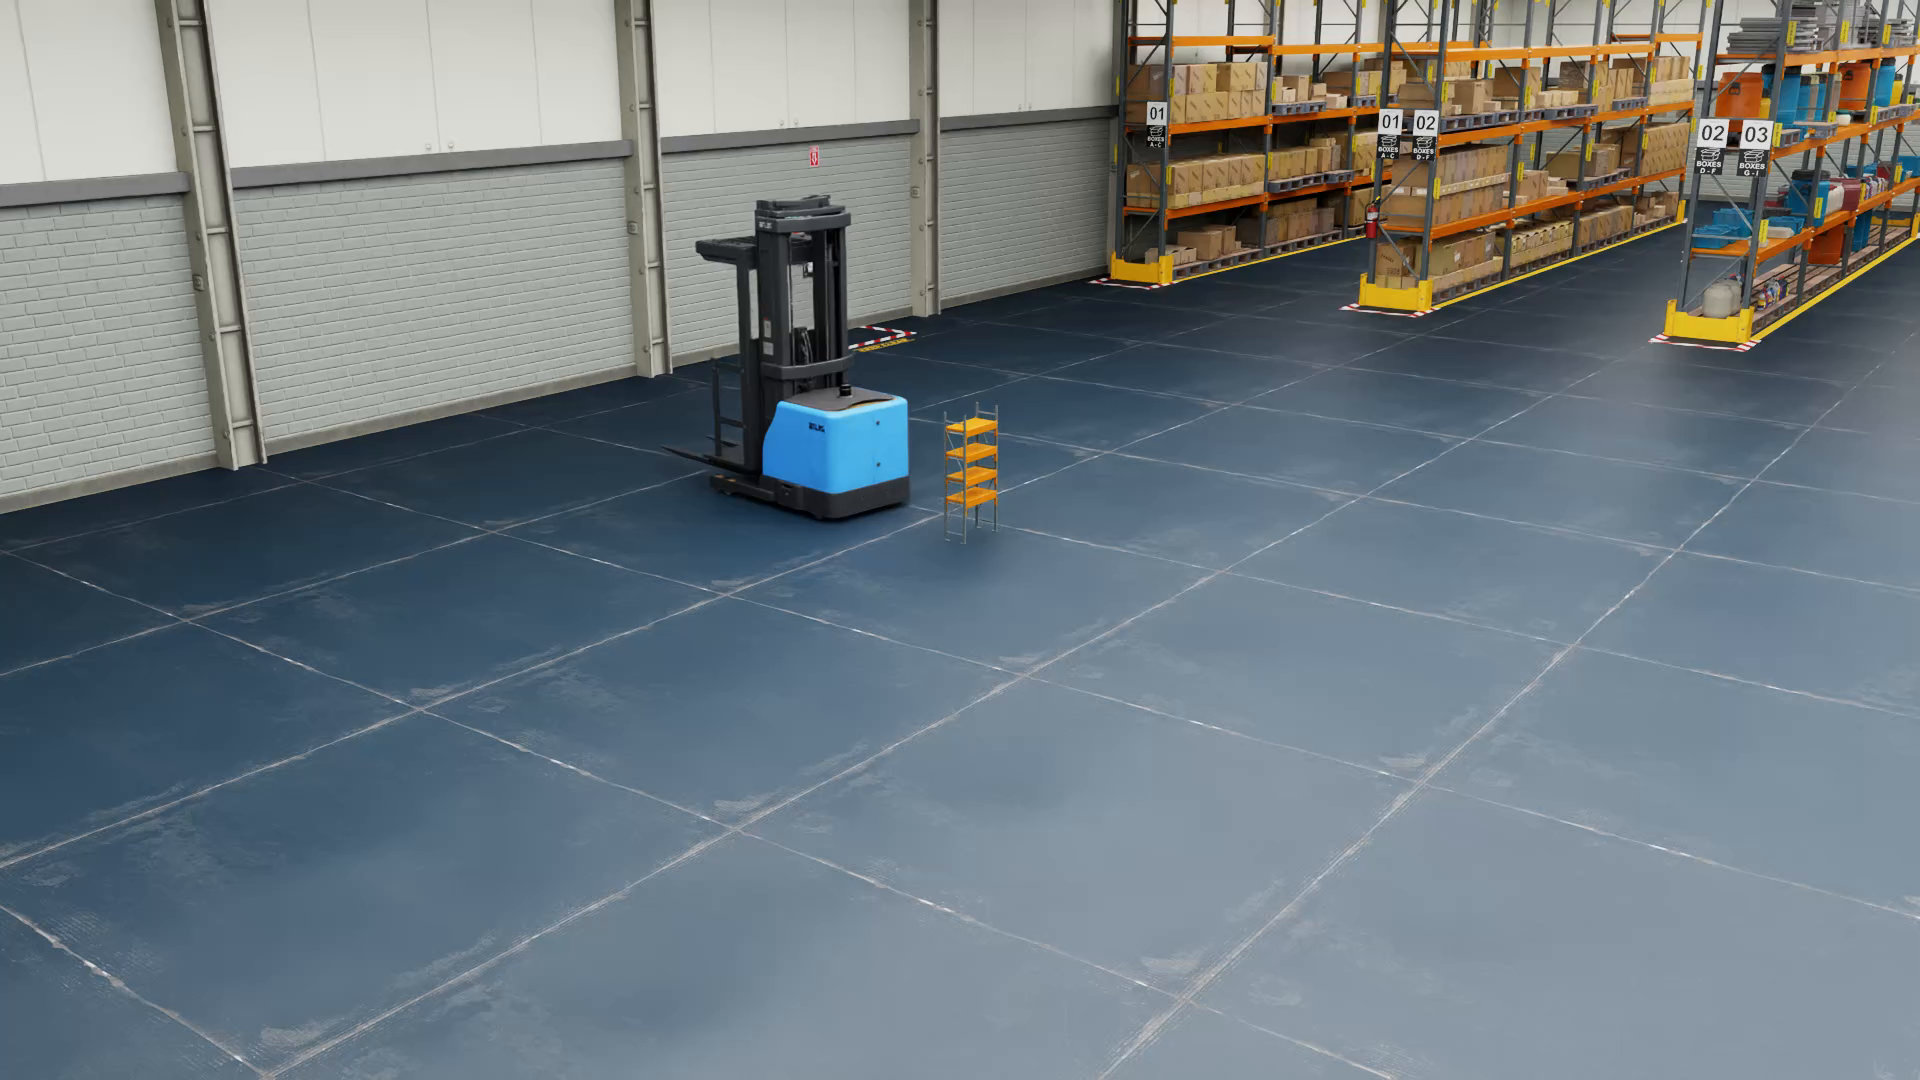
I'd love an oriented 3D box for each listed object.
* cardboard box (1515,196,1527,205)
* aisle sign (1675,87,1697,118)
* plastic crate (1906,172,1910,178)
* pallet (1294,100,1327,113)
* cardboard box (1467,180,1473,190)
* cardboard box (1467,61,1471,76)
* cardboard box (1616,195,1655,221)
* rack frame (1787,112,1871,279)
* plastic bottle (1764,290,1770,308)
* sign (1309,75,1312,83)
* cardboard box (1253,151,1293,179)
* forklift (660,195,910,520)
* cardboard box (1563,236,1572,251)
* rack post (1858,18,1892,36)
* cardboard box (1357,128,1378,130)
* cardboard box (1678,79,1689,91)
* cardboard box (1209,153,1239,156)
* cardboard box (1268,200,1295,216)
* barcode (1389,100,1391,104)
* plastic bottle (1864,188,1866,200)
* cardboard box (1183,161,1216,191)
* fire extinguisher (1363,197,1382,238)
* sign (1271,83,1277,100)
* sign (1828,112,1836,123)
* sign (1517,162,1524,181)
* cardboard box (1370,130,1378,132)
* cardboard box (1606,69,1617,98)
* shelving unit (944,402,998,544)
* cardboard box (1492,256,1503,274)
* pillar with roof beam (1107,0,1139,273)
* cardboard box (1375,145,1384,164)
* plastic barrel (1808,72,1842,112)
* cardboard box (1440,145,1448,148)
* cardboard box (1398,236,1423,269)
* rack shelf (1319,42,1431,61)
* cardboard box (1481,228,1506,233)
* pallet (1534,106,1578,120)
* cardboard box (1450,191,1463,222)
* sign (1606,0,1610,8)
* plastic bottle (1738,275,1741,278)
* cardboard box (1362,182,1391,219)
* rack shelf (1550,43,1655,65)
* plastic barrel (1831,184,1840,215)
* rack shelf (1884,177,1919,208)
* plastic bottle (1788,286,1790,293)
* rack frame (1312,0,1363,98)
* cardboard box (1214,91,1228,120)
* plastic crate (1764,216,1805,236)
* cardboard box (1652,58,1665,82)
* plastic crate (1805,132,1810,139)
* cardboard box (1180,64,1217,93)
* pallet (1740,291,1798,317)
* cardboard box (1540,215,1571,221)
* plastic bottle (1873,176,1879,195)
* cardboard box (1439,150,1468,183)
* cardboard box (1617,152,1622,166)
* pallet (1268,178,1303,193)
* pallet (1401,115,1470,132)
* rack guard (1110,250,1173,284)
[{"bbox_3d":[10.353,-6.346,31.050,0.380,0.149,0.250,12,21,35],"label":"cardboard box"},{"bbox_3d":[17.098,-10.352,39.146,0.394,0.787,0.004,12,21,35],"label":"aisle sign"},{"bbox_3d":[20.262,-7.883,35.919,0.396,0.136,0.243,12,21,35],"label":"plastic crate"},{"bbox_3d":[6.749,-8.884,34.058,1.213,0.211,1.003,12,21,35],"label":"pallet"},{"bbox_3d":[8.601,-6.117,28.627,0.380,0.149,0.250,13,21,35],"label":"cardboard box"},{"bbox_3d":[12.307,-11.651,40.764,0.500,0.500,0.500,13,22,36],"label":"cardboard box"},{"bbox_3d":[15.543,-7.662,38.334,0.797,0.503,0.637,12,21,35],"label":"cardboard box"},{"bbox_3d":[16.020,-6.367,30.696,1.000,3.000,0.127,12,21,35],"label":"rack frame"},{"bbox_3d":[12.788,-3.827,26.376,0.097,0.271,0.097,0,17,0],"label":"plastic bottle"},{"bbox_3d":[7.623,-9.935,36.122,0.100,0.325,0.005,12,21,35],"label":"sign"},{"bbox_3d":[6.350,-7.670,33.981,0.700,0.500,0.500,15,23,40],"label":"cardboard box"},{"bbox_3d":[-1.893,-1.949,16.583,3.031,2.935,1.130,16,24,42],"label":"forklift"},{"bbox_3d":[11.927,-5.962,33.321,0.500,0.250,0.500,13,21,36],"label":"cardboard box"},{"bbox_3d":[16.419,-9.376,30.396,0.954,0.300,0.937,12,21,35],"label":"rack post"},{"bbox_3d":[9.363,-9.318,38.231,0.500,0.250,0.500,12,21,33],"label":"cardboard box"},{"bbox_3d":[16.412,-10.462,38.234,0.500,0.250,0.500,12,21,35],"label":"cardboard box"},{"bbox_3d":[5.233,-7.386,32.932,0.500,0.500,0.500,12,21,33],"label":"cardboard box"},{"bbox_3d":[6.672,-6.948,34.775,0.500,0.250,0.500,12,21,33],"label":"cardboard box"},{"bbox_3d":[7.070,-7.205,27.357,0.001,0.075,0.075,12,21,35],"label":"barcode"},{"bbox_3d":[17.180,-6.595,31.645,0.097,0.271,0.097,0,17,0],"label":"plastic bottle"},{"bbox_3d":[4.439,-6.807,31.067,0.500,0.500,0.500,12,21,33],"label":"cardboard box"},{"bbox_3d":[6.834,-5.355,27.567,0.296,0.674,0.183,12,21,35],"label":"fire extinguisher"},{"bbox_3d":[6.121,-8.751,32.441,0.100,0.325,0.005,12,21,35],"label":"sign"},{"bbox_3d":[14.072,-6.751,26.860,0.100,0.325,0.005,12,21,35],"label":"sign"},{"bbox_3d":[10.108,-6.644,29.995,0.100,0.325,0.005,12,21,35],"label":"sign"},{"bbox_3d":[9.455,-9.109,37.555,0.500,0.250,0.500,12,21,34],"label":"cardboard box"},{"bbox_3d":[13.276,-9.500,34.679,0.600,0.600,0.600,11,21,33],"label":"cardboard box"},{"bbox_3d":[0.099,-0.612,15.199,0.258,1.200,0.503,12,21,35],"label":"shelving unit"},{"bbox_3d":[9.560,-5.029,30.315,0.500,0.250,0.500,12,21,35],"label":"cardboard box"},{"bbox_3d":[6.477,-8.636,27.887,9.100,9.000,0.400,12,21,35],"label":"pillar with roof beam"},{"bbox_3d":[9.175,-8.629,37.275,0.500,0.500,0.500,12,21,34],"label":"cardboard box"},{"bbox_3d":[15.357,-7.882,29.670,0.600,0.901,0.600,0,17,0],"label":"plastic barrel"},{"bbox_3d":[11.223,-9.513,40.320,0.980,0.700,0.700,12,21,33],"label":"cardboard box"},{"bbox_3d":[7.942,-5.005,28.972,0.500,0.500,0.500,12,21,35],"label":"cardboard box"},{"bbox_3d":[9.256,-10.925,37.144,1.077,0.370,4.000,12,21,35],"label":"rack shelf"},{"bbox_3d":[10.276,-5.837,31.970,0.500,0.311,0.500,12,21,35],"label":"cardboard box"},{"bbox_3d":[11.048,-8.141,31.670,1.003,0.211,1.213,14,22,37],"label":"pallet"},{"bbox_3d":[8.176,-5.738,28.501,0.700,0.500,0.500,13,21,35],"label":"cardboard box"},{"bbox_3d":[14.003,-11.645,35.868,0.100,0.325,0.005,12,21,35],"label":"sign"},{"bbox_3d":[13.095,-4.323,27.972,0.097,0.271,0.097,0,17,0],"label":"plastic bottle"},{"bbox_3d":[9.637,-7.855,38.402,0.750,0.750,0.750,13,22,36],"label":"cardboard box"},{"bbox_3d":[13.236,-10.050,34.328,1.077,0.370,4.000,12,21,35],"label":"rack shelf"},{"bbox_3d":[15.328,-6.038,29.446,0.421,0.512,0.421,0,17,0],"label":"plastic barrel"},{"bbox_3d":[19.595,-7.453,35.404,1.077,0.370,4.000,12,21,35],"label":"rack shelf"},{"bbox_3d":[13.671,-4.147,27.522,0.097,0.201,0.097,0,17,0],"label":"plastic bottle"},{"bbox_3d":[8.064,-10.983,35.444,1.000,3.000,0.127,12,21,35],"label":"rack frame"},{"bbox_3d":[4.654,-8.115,31.064,0.500,0.500,0.500,14,22,38],"label":"cardboard box"},{"bbox_3d":[13.196,-5.032,26.647,0.499,0.251,0.616,12,21,35],"label":"plastic crate"},{"bbox_3d":[15.099,-10.371,36.675,0.700,0.500,0.500,12,21,35],"label":"cardboard box"},{"bbox_3d":[13.005,-6.267,25.761,0.243,0.136,0.396,12,21,35],"label":"plastic crate"},{"bbox_3d":[4.358,-8.463,30.499,0.500,0.500,0.500,13,22,36],"label":"cardboard box"},{"bbox_3d":[13.203,-3.930,27.550,1.003,0.211,1.213,12,21,35],"label":"pallet"},{"bbox_3d":[12.413,-6.524,34.674,0.500,0.500,0.500,13,22,37],"label":"cardboard box"},{"bbox_3d":[18.009,-6.976,32.738,0.144,0.351,0.185,12,21,35],"label":"plastic bottle"},{"bbox_3d":[8.206,-6.373,28.359,0.700,0.500,0.500,13,21,35],"label":"cardboard box"},{"bbox_3d":[14.520,-8.408,37.100,0.500,0.500,0.500,13,21,36],"label":"cardboard box"},{"bbox_3d":[6.253,-7.230,33.797,1.003,0.211,1.213,12,21,35],"label":"pallet"},{"bbox_3d":[7.720,-6.892,27.477,1.003,0.211,1.213,12,21,35],"label":"pallet"},{"bbox_3d":[3.343,-5.037,30.626,1.175,0.500,0.348,12,21,35],"label":"rack guard"}]
